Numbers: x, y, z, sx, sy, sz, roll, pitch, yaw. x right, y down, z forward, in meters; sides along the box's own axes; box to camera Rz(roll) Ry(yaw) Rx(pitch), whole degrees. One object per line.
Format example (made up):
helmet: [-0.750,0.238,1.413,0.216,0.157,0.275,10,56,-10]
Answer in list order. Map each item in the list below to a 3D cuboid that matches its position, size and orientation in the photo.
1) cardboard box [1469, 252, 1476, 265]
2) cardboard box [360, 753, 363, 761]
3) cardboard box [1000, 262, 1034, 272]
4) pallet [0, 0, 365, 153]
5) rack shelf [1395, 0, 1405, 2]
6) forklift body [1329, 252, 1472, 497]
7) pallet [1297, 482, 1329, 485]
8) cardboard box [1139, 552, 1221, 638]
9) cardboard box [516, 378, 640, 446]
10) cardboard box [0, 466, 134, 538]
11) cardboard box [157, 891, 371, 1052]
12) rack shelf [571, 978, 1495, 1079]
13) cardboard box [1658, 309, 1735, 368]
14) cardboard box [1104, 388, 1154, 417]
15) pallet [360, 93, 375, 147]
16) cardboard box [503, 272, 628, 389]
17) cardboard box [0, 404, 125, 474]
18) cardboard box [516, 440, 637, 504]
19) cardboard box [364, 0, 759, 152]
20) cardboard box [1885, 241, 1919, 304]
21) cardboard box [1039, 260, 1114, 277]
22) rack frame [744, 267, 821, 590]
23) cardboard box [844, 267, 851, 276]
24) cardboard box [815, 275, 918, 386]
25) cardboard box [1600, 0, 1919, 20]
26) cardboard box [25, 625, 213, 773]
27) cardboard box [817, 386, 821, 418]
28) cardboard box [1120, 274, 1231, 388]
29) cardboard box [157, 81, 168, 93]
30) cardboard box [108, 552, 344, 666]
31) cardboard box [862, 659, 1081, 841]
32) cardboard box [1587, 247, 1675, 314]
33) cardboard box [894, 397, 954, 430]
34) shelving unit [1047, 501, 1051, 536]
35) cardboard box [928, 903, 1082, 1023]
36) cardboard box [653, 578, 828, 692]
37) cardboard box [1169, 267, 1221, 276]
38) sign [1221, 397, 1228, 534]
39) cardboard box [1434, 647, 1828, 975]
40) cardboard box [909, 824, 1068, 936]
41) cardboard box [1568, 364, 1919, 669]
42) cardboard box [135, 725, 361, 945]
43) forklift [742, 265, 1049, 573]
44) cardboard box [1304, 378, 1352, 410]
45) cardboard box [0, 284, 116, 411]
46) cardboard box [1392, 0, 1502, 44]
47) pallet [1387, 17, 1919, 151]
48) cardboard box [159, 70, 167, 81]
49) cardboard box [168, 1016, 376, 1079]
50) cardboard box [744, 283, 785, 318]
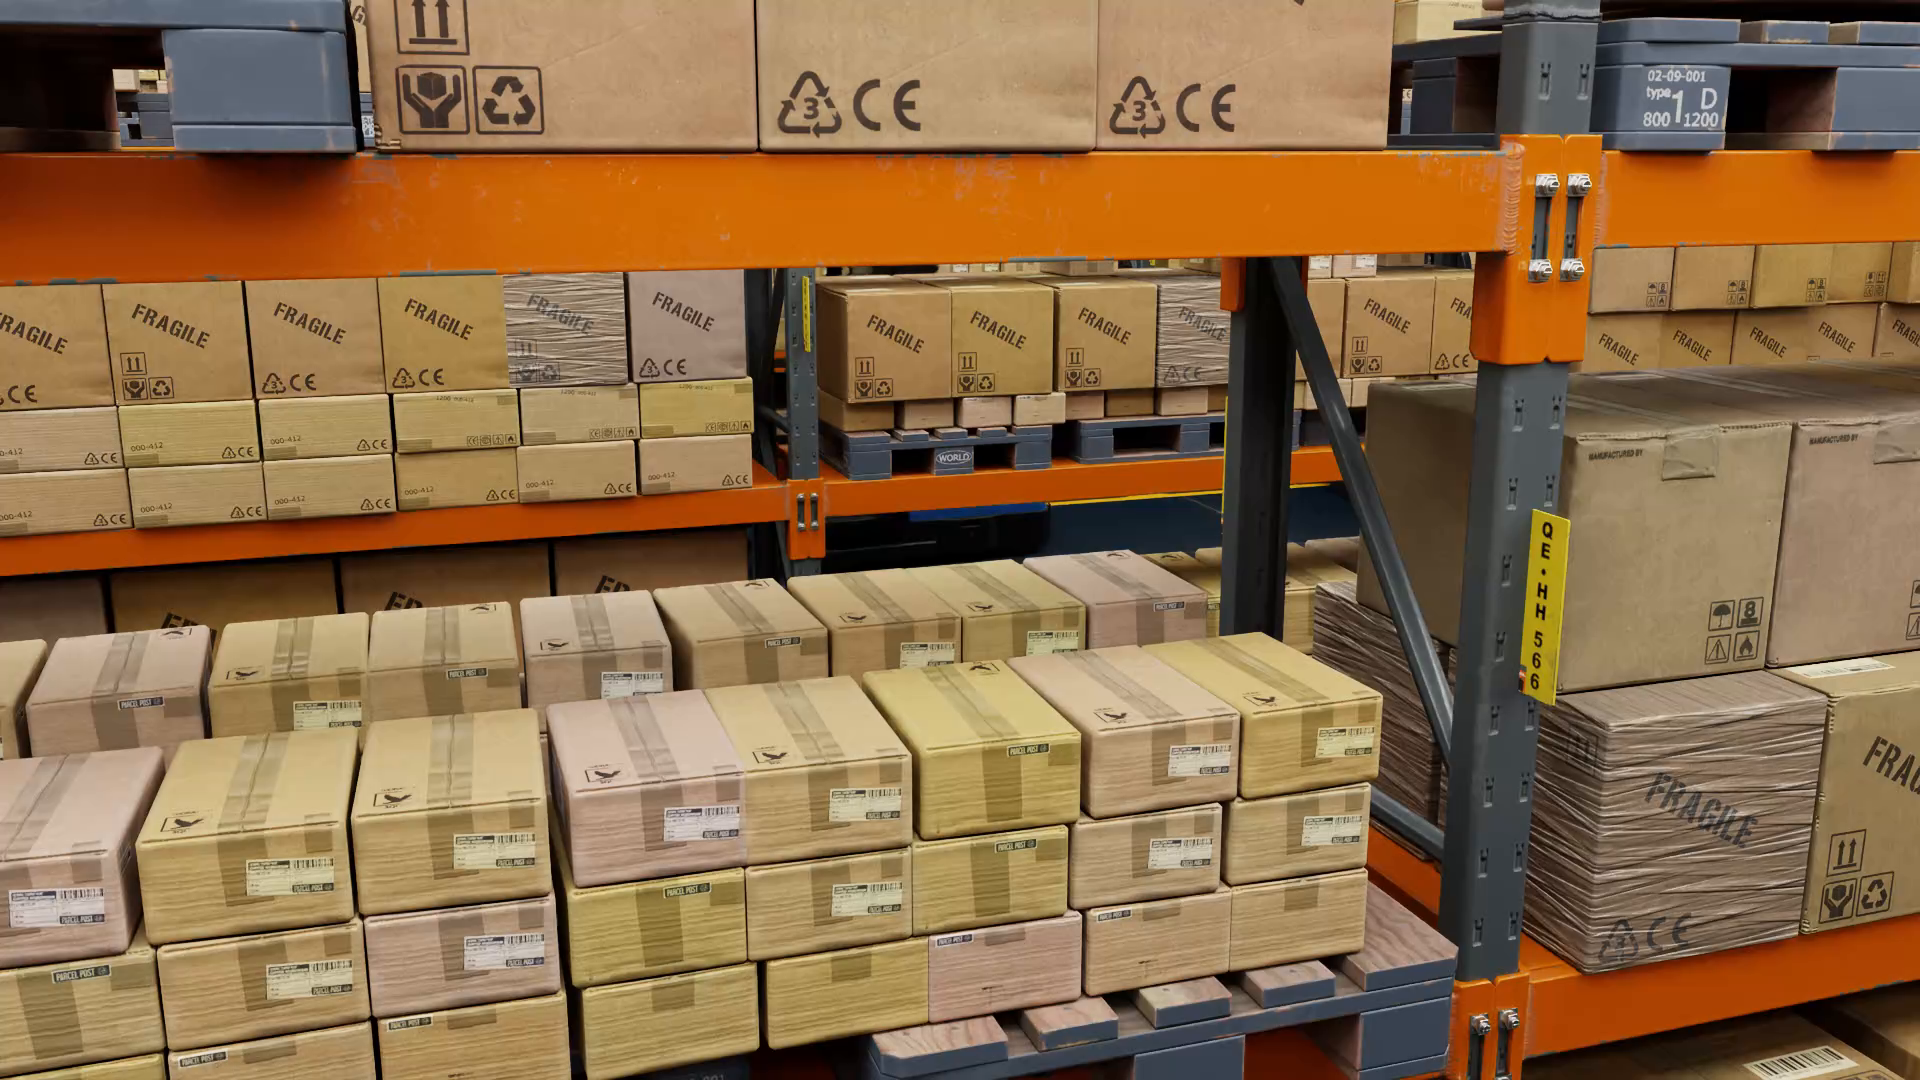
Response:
cardboard box: [4.398,-2.481,14.475,0.250,0.149,0.380,-4,14,-17]
cardboard box: [-1.182,0.403,2.960,0.250,0.149,0.380,-4,14,-16]
cardboard box: [0.397,-2.152,13.092,0.250,0.149,0.380,-5,14,-20]
pallet: [-1.376,-0.650,2.319,1.003,0.211,1.213,-4,14,-18]
rack shelf: [3.240,-4.462,13.873,4.000,0.370,1.077,-4,14,-18]
forklift body: [3.920,-1.282,12.886,1.214,2.155,2.313,-4,14,-18]
pallet: [3.270,-0.724,14.730,1.213,0.211,1.003,-4,14,-18]
cardboard box: [1.096,0.367,8.888,0.625,0.372,0.950,-4,14,-16]
cardboard box: [-1.723,-0.597,7.413,0.500,0.250,0.500,-5,14,-20]
cardboard box: [-3.660,-0.201,6.832,0.500,0.250,0.500,-5,14,-19]
cardboard box: [-0.975,0.546,2.358,0.250,0.149,0.380,-5,14,-19]
rack shelf: [-1.081,1.019,2.930,4.000,0.370,1.077,-4,14,-18]
cardboard box: [3.905,-1.059,9.252,0.500,0.500,0.500,-5,14,-18]
cardboard box: [0.786,-0.725,8.346,0.250,0.149,0.380,-4,14,-16]
pallet: [-2.512,-1.782,7.077,1.213,0.211,1.003,-4,14,-15]
cardboard box: [-1.750,-0.956,7.305,0.500,0.500,0.500,-4,14,-17]
cardboard box: [-3.659,-0.447,6.783,0.500,0.250,0.500,-4,14,-17]
cardboard box: [-1.736,-0.348,7.448,0.500,0.250,0.500,-4,14,-17]
cardboard box: [-0.591,-0.813,2.379,0.500,0.500,0.500,-4,14,-18]
cardboard box: [5.375,-1.645,9.558,0.500,0.500,0.700,-5,14,-19]
cardboard box: [0.601,-1.452,8.598,0.250,0.149,0.380,-5,14,-21]
rack frame: [-0.860,-0.557,8.000,0.127,3.000,1.000,-4,14,-18]
cardboard box: [-0.831,-2.066,12.727,0.250,0.149,0.380,-4,14,-17]
cardboard box: [-0.518,-1.049,8.303,0.500,0.500,0.500,-5,14,-20]
cardboard box: [1.571,-1.152,3.092,0.500,0.311,0.500,-4,14,-18]
cardboard box: [-1.423,0.277,2.846,0.250,0.149,0.380,-5,14,-21]
cardboard box: [-0.624,-0.714,8.299,0.250,0.149,0.380,-4,14,-16]
cardboard box: [1.110,-1.052,8.319,0.500,0.500,0.500,-5,14,-20]
cardboard box: [-5.096,-2.926,10.900,0.250,0.149,0.380,-4,14,-17]
cardboard box: [-3.235,0.436,7.510,0.875,0.875,0.875,-4,14,-16]
cardboard box: [0.009,0.324,2.647,0.250,0.149,0.380,-4,14,-16]
cardboard box: [3.417,-1.516,9.016,0.500,0.500,0.700,-5,14,-19]
cardboard box: [-0.214,-0.635,7.967,0.250,0.149,0.380,-5,14,-22]
shelving unit: [0.534,-0.631,12.203,0.189,1.200,0.258,-5,14,-20]
cardboard box: [0.014,0.614,2.715,0.250,0.149,0.380,-4,14,-17]
cardboard box: [-0.424,0.199,3.175,0.250,0.149,0.380,-5,14,-20]
cardboard box: [1.448,-1.207,8.969,0.500,0.500,0.500,-5,14,-18]
sign: [0.634,-0.163,3.844,0.005,0.325,0.100,-4,14,-18]
cardboard box: [1.326,0.499,3.346,0.500,0.500,0.500,-4,14,-17]
cardboard box: [-0.010,0.471,2.672,0.250,0.149,0.380,-4,14,-17]
cardboard box: [1.722,-0.082,3.628,0.500,0.500,0.700,-5,14,-19]
cardboard box: [-0.977,0.401,2.325,0.250,0.149,0.380,-4,14,-16]
forklift: [-0.946,-1.322,11.369,3.031,2.935,1.130,-5,14,-20]
cardboard box: [1.803,-0.773,8.547,0.250,0.149,0.380,-4,14,-18]
cardboard box: [-3.669,-0.809,6.687,0.500,0.500,0.500,-5,14,-18]
cardboard box: [2.422,-2.615,8.508,0.500,0.250,0.500,-4,14,-17]
pallet: [1.408,-0.905,3.391,1.003,0.211,1.213,-4,14,-15]
cardboard box: [-5.095,-3.080,10.903,0.250,0.149,0.380,-5,14,-19]
cardboard box: [-0.981,0.691,2.390,0.250,0.149,0.380,-5,14,-21]
cardboard box: [-1.473,-1.831,12.602,0.500,0.250,0.500,-4,14,-16]
